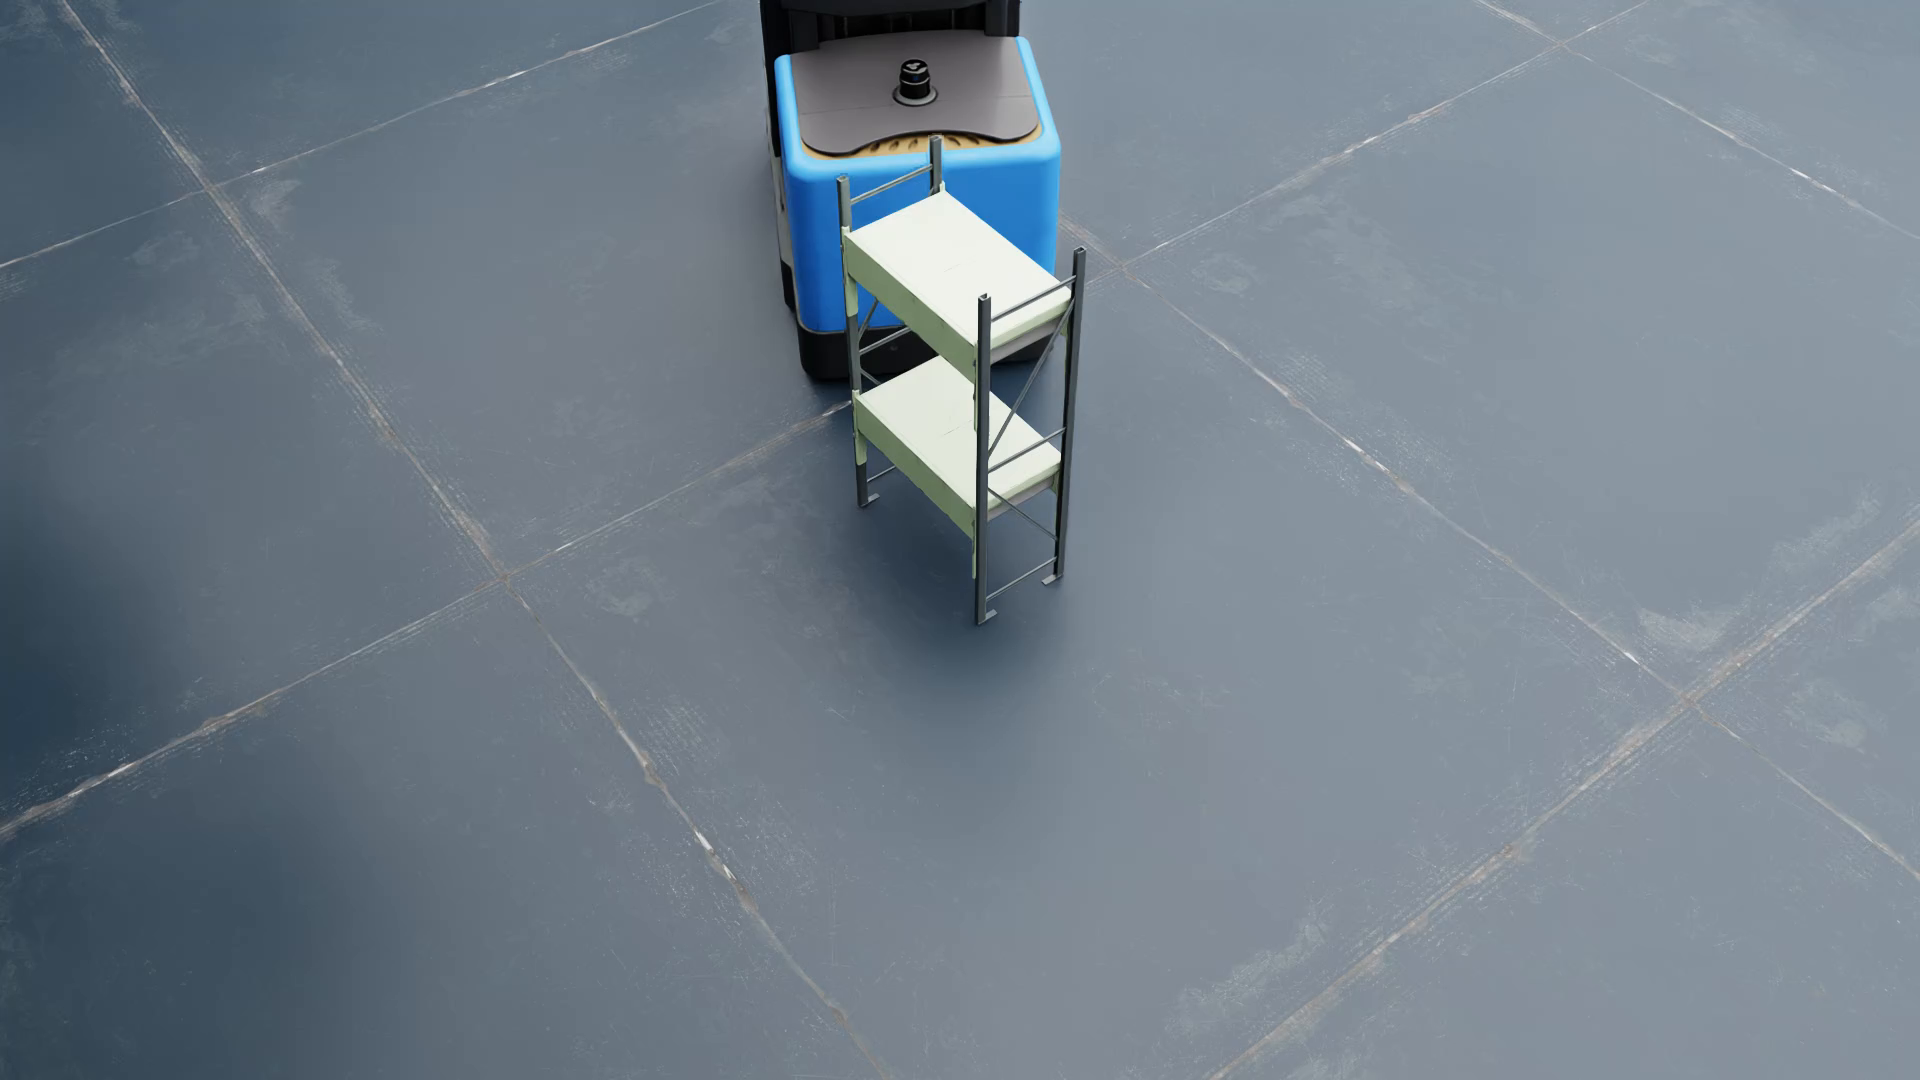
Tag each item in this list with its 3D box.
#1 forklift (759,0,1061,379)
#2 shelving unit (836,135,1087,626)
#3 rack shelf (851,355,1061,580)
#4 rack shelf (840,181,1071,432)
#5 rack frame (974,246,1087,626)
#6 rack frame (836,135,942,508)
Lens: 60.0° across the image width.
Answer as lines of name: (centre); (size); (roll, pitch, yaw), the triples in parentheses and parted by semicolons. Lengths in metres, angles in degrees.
forklift: (-0.327, -2.744, 6.759); (1.130, 2.935, 3.031); (-6, 48, -5)
shelving unit: (-0.004, -0.508, 5.698); (0.431, 1.500, 0.755); (-29, 54, -24)
rack shelf: (-0.004, -0.289, 5.939); (0.431, 0.370, 0.720); (-29, 54, -24)
rack shelf: (-0.004, -0.770, 5.409); (0.431, 0.370, 0.720); (-29, 54, -24)
rack frame: (0.218, -0.292, 5.502); (0.400, 1.500, 0.023); (-29, 54, -24)
rack frame: (-0.226, -0.723, 5.894); (0.400, 1.500, 0.023); (-29, 54, -24)
